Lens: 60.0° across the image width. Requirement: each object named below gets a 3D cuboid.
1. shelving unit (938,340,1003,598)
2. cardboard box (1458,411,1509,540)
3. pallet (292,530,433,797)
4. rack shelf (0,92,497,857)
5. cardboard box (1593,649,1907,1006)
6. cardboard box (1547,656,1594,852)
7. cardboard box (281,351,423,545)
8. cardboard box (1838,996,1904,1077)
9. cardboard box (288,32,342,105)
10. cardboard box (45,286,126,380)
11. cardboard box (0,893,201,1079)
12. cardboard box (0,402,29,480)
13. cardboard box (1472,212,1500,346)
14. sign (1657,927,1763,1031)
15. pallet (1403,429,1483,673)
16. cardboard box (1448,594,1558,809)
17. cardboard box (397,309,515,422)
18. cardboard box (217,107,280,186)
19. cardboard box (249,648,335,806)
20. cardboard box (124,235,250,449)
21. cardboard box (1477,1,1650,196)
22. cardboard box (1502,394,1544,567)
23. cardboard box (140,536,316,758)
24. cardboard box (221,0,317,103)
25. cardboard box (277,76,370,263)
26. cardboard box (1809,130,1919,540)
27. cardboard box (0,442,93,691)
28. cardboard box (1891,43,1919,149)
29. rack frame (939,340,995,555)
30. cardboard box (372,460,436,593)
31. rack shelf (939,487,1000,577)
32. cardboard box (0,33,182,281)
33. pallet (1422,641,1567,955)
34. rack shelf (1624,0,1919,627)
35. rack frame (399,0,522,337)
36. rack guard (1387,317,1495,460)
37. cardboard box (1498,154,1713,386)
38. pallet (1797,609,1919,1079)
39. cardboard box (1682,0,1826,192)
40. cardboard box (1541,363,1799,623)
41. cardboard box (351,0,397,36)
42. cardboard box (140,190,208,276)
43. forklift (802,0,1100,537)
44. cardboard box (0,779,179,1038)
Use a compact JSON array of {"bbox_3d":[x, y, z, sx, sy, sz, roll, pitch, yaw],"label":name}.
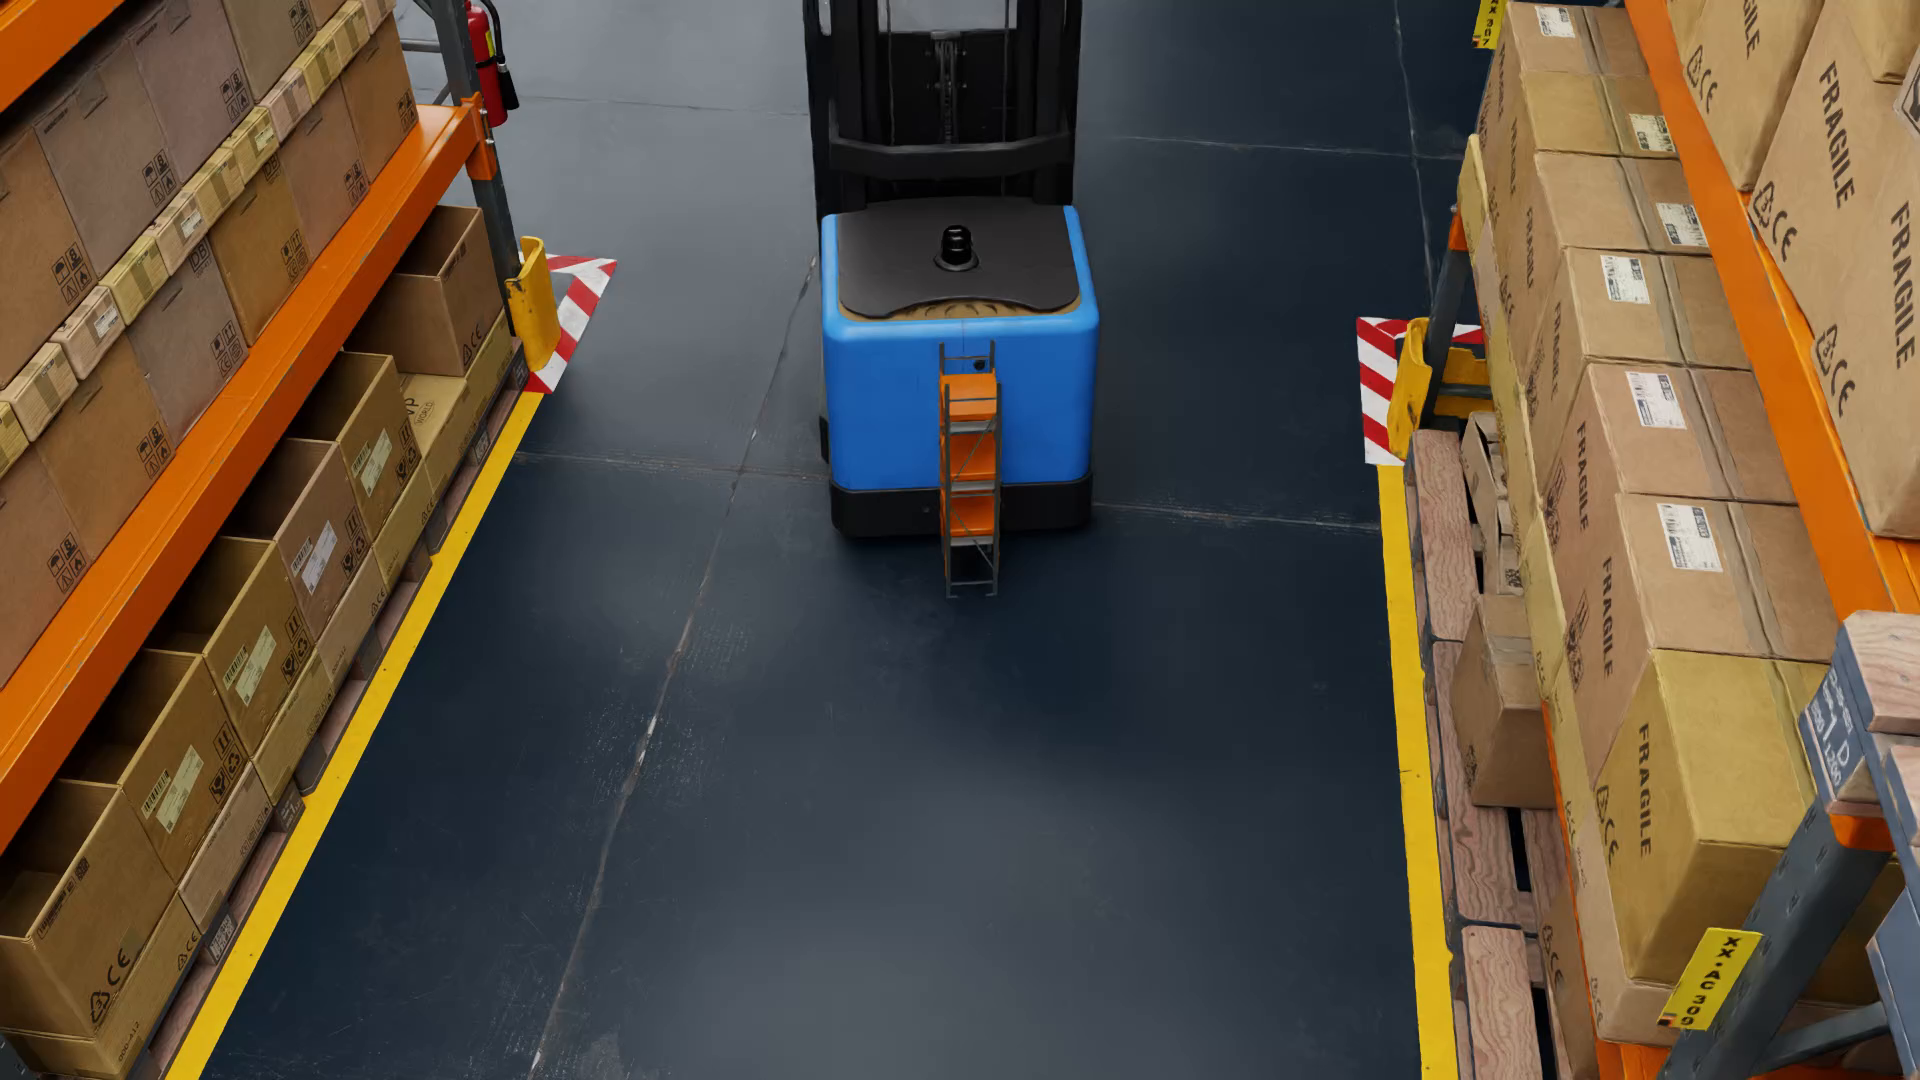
[{"bbox_3d":[0.036,-0.247,6.246,0.215,1.050,0.252,-3,43,-3],"label":"shelving unit"},{"bbox_3d":[2.274,-0.272,6.491,0.500,0.311,0.500,1,43,1],"label":"cardboard box"},{"bbox_3d":[-2.680,0.367,6.209,1.003,0.211,1.213,5,44,6],"label":"pallet"},{"bbox_3d":[-2.721,-0.375,5.488,1.077,0.370,4.000,5,44,6],"label":"rack shelf"},{"bbox_3d":[1.681,0.599,3.485,0.500,0.500,0.500,5,44,5],"label":"cardboard box"},{"bbox_3d":[1.762,0.532,4.101,0.500,0.250,0.500,5,44,6],"label":"cardboard box"},{"bbox_3d":[-2.350,-0.350,6.088,0.500,0.500,0.500,5,44,6],"label":"cardboard box"},{"bbox_3d":[2.200,0.921,3.691,0.500,0.250,0.500,6,44,6],"label":"cardboard box"},{"bbox_3d":[-2.385,-1.641,5.757,0.380,0.149,0.250,5,44,5],"label":"cardboard box"},{"bbox_3d":[-2.591,-0.589,4.646,0.380,0.149,0.250,4,44,4],"label":"cardboard box"},{"bbox_3d":[-2.623,1.284,4.907,0.500,0.250,0.500,5,44,6],"label":"cardboard box"},{"bbox_3d":[-2.659,-0.237,4.274,0.380,0.149,0.250,5,44,5],"label":"cardboard box"},{"bbox_3d":[2.021,-0.846,5.556,0.500,0.250,0.500,4,44,4],"label":"cardboard box"},{"bbox_3d":[1.387,0.816,3.077,0.100,0.325,0.005,5,44,6],"label":"sign"},{"bbox_3d":[2.302,0.063,6.530,1.003,0.211,1.213,5,44,6],"label":"pallet"},{"bbox_3d":[2.052,0.543,5.492,0.700,0.500,0.500,3,44,3],"label":"cardboard box"},{"bbox_3d":[-2.234,-0.761,7.067,0.500,0.250,0.500,5,44,6],"label":"cardboard box"},{"bbox_3d":[-2.455,-1.291,5.387,0.380,0.149,0.250,6,44,7],"label":"cardboard box"},{"bbox_3d":[-2.481,0.603,5.625,0.500,0.250,0.500,5,44,6],"label":"cardboard box"},{"bbox_3d":[-2.733,-0.664,5.196,0.700,0.500,0.500,6,44,7],"label":"cardboard box"},{"bbox_3d":[2.093,-1.479,5.679,0.500,0.500,0.500,5,44,6],"label":"cardboard box"},{"bbox_3d":[1.878,-0.155,4.826,0.500,0.250,0.500,6,44,6],"label":"cardboard box"},{"bbox_3d":[-2.481,0.331,5.368,0.500,0.500,0.500,5,44,6],"label":"cardboard box"},{"bbox_3d":[-2.602,-1.795,5.448,0.700,0.500,0.500,4,44,4],"label":"cardboard box"},{"bbox_3d":[-2.595,-1.360,5.932,0.700,0.500,0.500,6,44,7],"label":"cardboard box"},{"bbox_3d":[1.748,-0.327,2.645,0.500,0.500,0.500,6,44,7],"label":"cardboard box"},{"bbox_3d":[-2.869,0.027,4.467,0.700,0.500,0.500,5,44,5],"label":"cardboard box"},{"bbox_3d":[1.723,-0.688,2.298,0.500,0.500,0.500,2,43,2],"label":"cardboard box"},{"bbox_3d":[0.026,-0.330,6.335,0.200,1.050,0.008,-3,43,-3],"label":"rack frame"},{"bbox_3d":[-2.353,-0.078,6.346,0.500,0.250,0.500,5,44,6],"label":"cardboard box"},{"bbox_3d":[0.036,-0.036,6.443,0.215,0.259,0.240,-3,43,-3],"label":"rack shelf"},{"bbox_3d":[-2.734,-1.110,4.724,0.700,0.500,0.500,5,44,6],"label":"cardboard box"},{"bbox_3d":[2.138,0.892,5.654,1.003,0.211,1.213,5,44,6],"label":"pallet"},{"bbox_3d":[2.190,-1.017,3.984,1.077,0.370,4.000,5,44,6],"label":"rack shelf"},{"bbox_3d":[-2.456,-2.000,6.680,1.000,3.000,0.127,5,44,6],"label":"rack frame"},{"bbox_3d":[2.444,-0.592,7.012,1.175,0.500,0.348,5,44,6],"label":"rack guard"},{"bbox_3d":[1.944,-0.791,4.953,0.500,0.500,0.500,4,44,4],"label":"cardboard box"},{"bbox_3d":[1.738,0.564,1.927,1.213,0.211,1.003,5,44,6],"label":"pallet"},{"bbox_3d":[1.862,-1.050,3.408,0.500,0.500,0.500,4,44,4],"label":"cardboard box"},{"bbox_3d":[1.819,-0.084,4.206,0.500,0.500,0.500,4,44,4],"label":"cardboard box"},{"bbox_3d":[-2.318,-1.994,6.129,0.380,0.149,0.250,5,44,5],"label":"cardboard box"},{"bbox_3d":[-2.521,-0.936,5.013,0.380,0.149,0.250,5,44,5],"label":"cardboard box"},{"bbox_3d":[-0.085,-2.082,6.817,1.130,2.935,3.031,-3,43,-3],"label":"forklift"},{"bbox_3d":[-2.614,1.013,4.648,0.500,0.500,0.500,5,44,6],"label":"cardboard box"}]
